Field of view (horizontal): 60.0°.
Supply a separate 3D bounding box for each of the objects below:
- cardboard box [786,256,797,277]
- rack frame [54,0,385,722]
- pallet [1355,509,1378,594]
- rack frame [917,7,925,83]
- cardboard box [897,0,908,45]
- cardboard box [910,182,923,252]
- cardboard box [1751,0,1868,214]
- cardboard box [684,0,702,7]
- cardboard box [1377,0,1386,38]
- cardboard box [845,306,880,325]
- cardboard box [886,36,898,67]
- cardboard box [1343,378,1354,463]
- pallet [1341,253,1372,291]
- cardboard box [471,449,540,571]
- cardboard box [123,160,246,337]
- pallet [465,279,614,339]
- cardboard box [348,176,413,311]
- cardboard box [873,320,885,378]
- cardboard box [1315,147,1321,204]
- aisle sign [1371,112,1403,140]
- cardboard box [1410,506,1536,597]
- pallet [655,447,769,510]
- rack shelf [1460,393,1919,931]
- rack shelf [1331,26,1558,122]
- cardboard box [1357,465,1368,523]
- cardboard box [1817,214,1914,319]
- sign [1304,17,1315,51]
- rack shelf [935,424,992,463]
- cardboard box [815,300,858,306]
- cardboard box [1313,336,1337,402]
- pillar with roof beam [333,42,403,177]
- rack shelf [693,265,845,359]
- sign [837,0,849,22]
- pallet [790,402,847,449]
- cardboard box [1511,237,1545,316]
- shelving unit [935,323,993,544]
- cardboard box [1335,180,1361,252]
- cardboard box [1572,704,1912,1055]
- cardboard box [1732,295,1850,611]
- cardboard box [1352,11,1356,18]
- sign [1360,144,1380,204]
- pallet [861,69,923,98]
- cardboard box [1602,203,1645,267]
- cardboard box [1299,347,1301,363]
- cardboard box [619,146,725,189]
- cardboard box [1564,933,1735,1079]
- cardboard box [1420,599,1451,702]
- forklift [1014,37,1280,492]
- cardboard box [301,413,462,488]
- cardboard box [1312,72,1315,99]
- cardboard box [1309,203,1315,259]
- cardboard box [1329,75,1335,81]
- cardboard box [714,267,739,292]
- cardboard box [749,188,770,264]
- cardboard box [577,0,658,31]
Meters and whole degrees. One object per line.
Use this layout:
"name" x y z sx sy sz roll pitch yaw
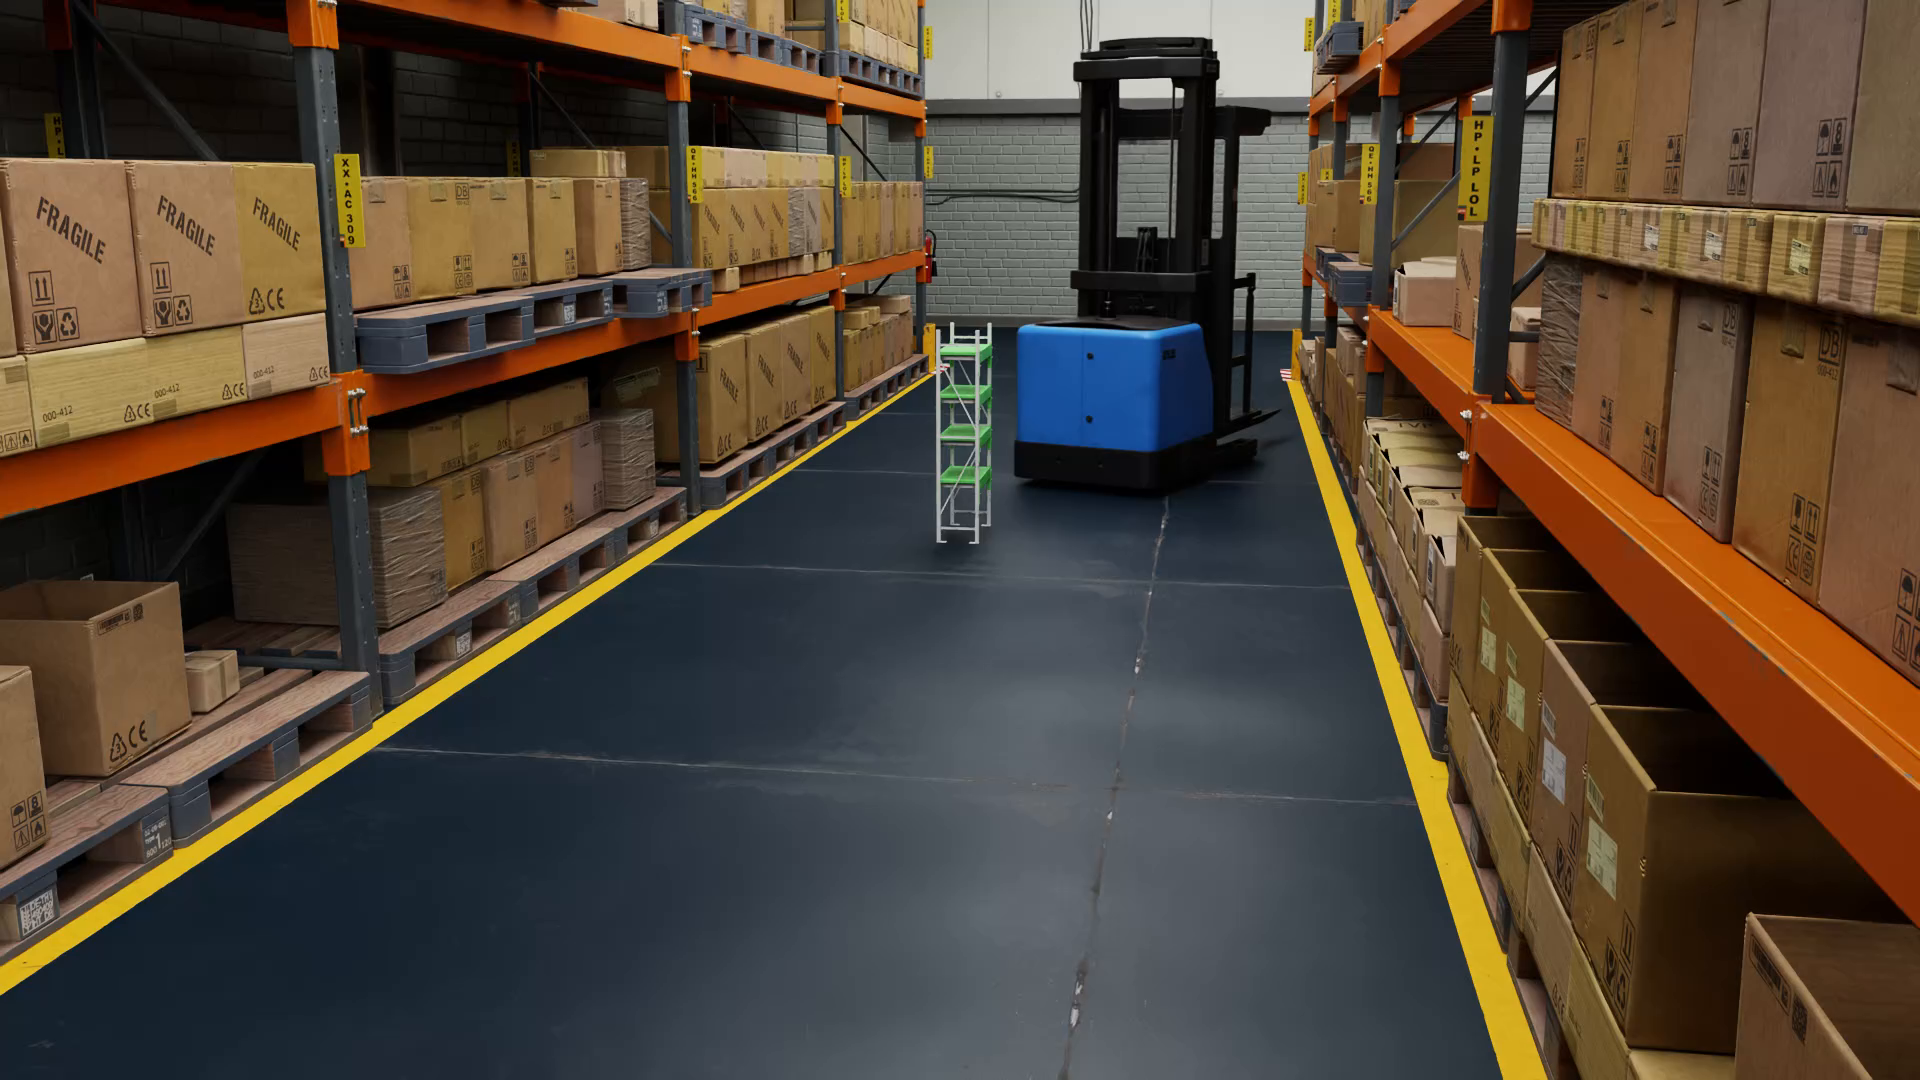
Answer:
"cardboard box" -1.439 -2.060 12.482 0.380 0.149 0.250 2 12 9
"rack frame" -2.712 -0.799 6.081 1.000 3.000 0.127 2 12 9
"pallet" 2.633 0.061 8.708 1.003 0.211 1.213 2 12 9
"rack frame" -0.866 -6.230 17.040 1.000 3.000 0.127 2 12 9
"cardboard box" -0.797 -5.046 16.008 0.500 0.500 0.500 2 12 10
"cardboard box" -0.935 -3.337 17.146 0.980 0.700 0.700 2 12 11
"cardboard box" 1.813 -0.812 2.825 0.700 0.500 0.500 2 12 9
"cardboard box" -2.049 -3.577 10.568 0.700 0.500 0.500 1 12 6
"cardboard box" 2.832 -3.079 9.303 0.910 0.500 0.500 2 12 9
"cardboard box" -0.952 -2.091 15.473 0.380 0.149 0.250 2 12 7
"cardboard box" -0.871 -4.566 15.563 0.500 0.250 0.500 2 12 7
"cardboard box" 2.790 -0.775 10.859 0.500 0.500 0.500 1 12 7
"pallet" 3.093 -1.783 11.103 1.003 0.211 1.213 2 12 9
"cardboard box" -2.467 -0.160 8.005 0.700 0.500 0.500 2 12 9
"cardboard box" -2.550 -0.889 5.029 0.500 0.500 0.500 2 12 8
"pallet" -2.361 -1.124 8.046 1.003 0.211 1.213 2 12 9
"cardboard box" -2.600 -1.168 6.510 0.700 0.500 0.500 2 12 9
"cardboard box" -1.104 -1.811 15.714 0.700 0.500 0.500 2 12 10
"cardboard box" 3.468 -3.272 14.946 0.500 0.500 0.500 2 12 8
"aisle sign" 4.342 -4.412 16.677 0.394 0.787 0.004 2 12 9
"cardboard box" 2.036 0.023 6.464 0.500 0.311 0.500 2 12 10
"pallet" -1.901 -0.430 10.988 1.003 0.211 1.213 2 12 9
"rack shelf" 1.876 0.129 3.483 1.077 0.370 4.000 2 12 9
"rack shelf" 3.106 -3.003 10.895 1.077 0.370 4.000 2 12 9
"cardboard box" 2.428 -0.234 8.987 0.500 0.250 0.500 2 12 8
"cardboard box" 1.558 -0.418 2.537 0.380 0.149 0.250 2 12 9
"sign" 3.493 -5.048 16.604 0.100 0.325 0.005 2 12 9
"rack shelf" 0.025 -0.559 9.540 0.258 0.148 0.480 2 12 9
"cardboard box" -1.208 -2.270 16.305 0.380 0.149 0.250 2 12 9
"cardboard box" 3.221 -1.425 13.877 0.500 0.500 0.500 2 12 9
"pillar with roof beam" 1.102 -4.182 7.539 9.100 9.000 0.400 2 12 9
"rack shelf" -1.789 -1.696 11.952 1.077 0.370 4.000 2 12 9
"sign" -0.944 -4.322 13.332 0.100 0.325 0.005 2 12 9
"pallet" -1.526 -0.938 13.345 1.003 0.211 1.213 2 12 9
"cardboard box" 2.399 -0.957 6.577 0.500 0.500 0.500 3 12 13
"shelving unit" 0.025 -0.621 9.527 0.258 1.200 0.503 2 12 9
"cardboard box" 3.077 -2.322 11.914 0.700 0.500 0.500 4 13 18
"cardboard box" 1.496 0.636 3.173 0.500 0.500 0.500 2 12 9
"cardboard box" 1.811 -0.165 2.901 0.700 0.500 0.500 2 12 9
"cardboard box" 3.220 -4.052 13.225 0.500 0.250 0.500 2 12 9
"sign" 2.261 -2.015 9.162 0.100 0.325 0.005 2 12 9
"pallet" -0.970 -4.565 16.647 1.003 0.211 1.213 2 12 9
"cardboard box" 1.795 -0.743 4.043 0.380 0.149 0.250 1 12 7
"cardboard box" 3.586 -1.839 16.588 0.380 0.166 0.250 2 12 9
"cardboard box" -1.768 -2.294 10.249 0.500 0.250 0.500 2 12 10
"cardboard box" 1.499 1.002 3.252 0.500 0.250 0.500 2 12 9
"cardboard box" 1.961 0.404 6.029 0.500 0.250 0.500 2 12 8
"forklift" 1.522 -2.013 11.877 1.130 2.935 3.031 7 14 29
"cardboard box" -2.551 -0.404 7.358 0.500 0.250 0.500 2 12 7
"cardboard box" 3.699 -4.432 16.172 0.500 0.250 0.500 2 12 9
"cardboard box" 3.546 -2.890 15.548 0.500 0.500 0.500 2 12 8
"cardboard box" 3.226 -3.807 13.276 0.500 0.250 0.500 2 12 9
"cardboard box" -1.645 -1.684 10.738 0.380 0.149 0.250 2 12 10
"cardboard box" -1.602 -2.140 11.315 0.500 0.500 0.500 2 12 8
"cardboard box" -1.941 -2.906 8.900 0.500 0.311 0.500 2 12 9
